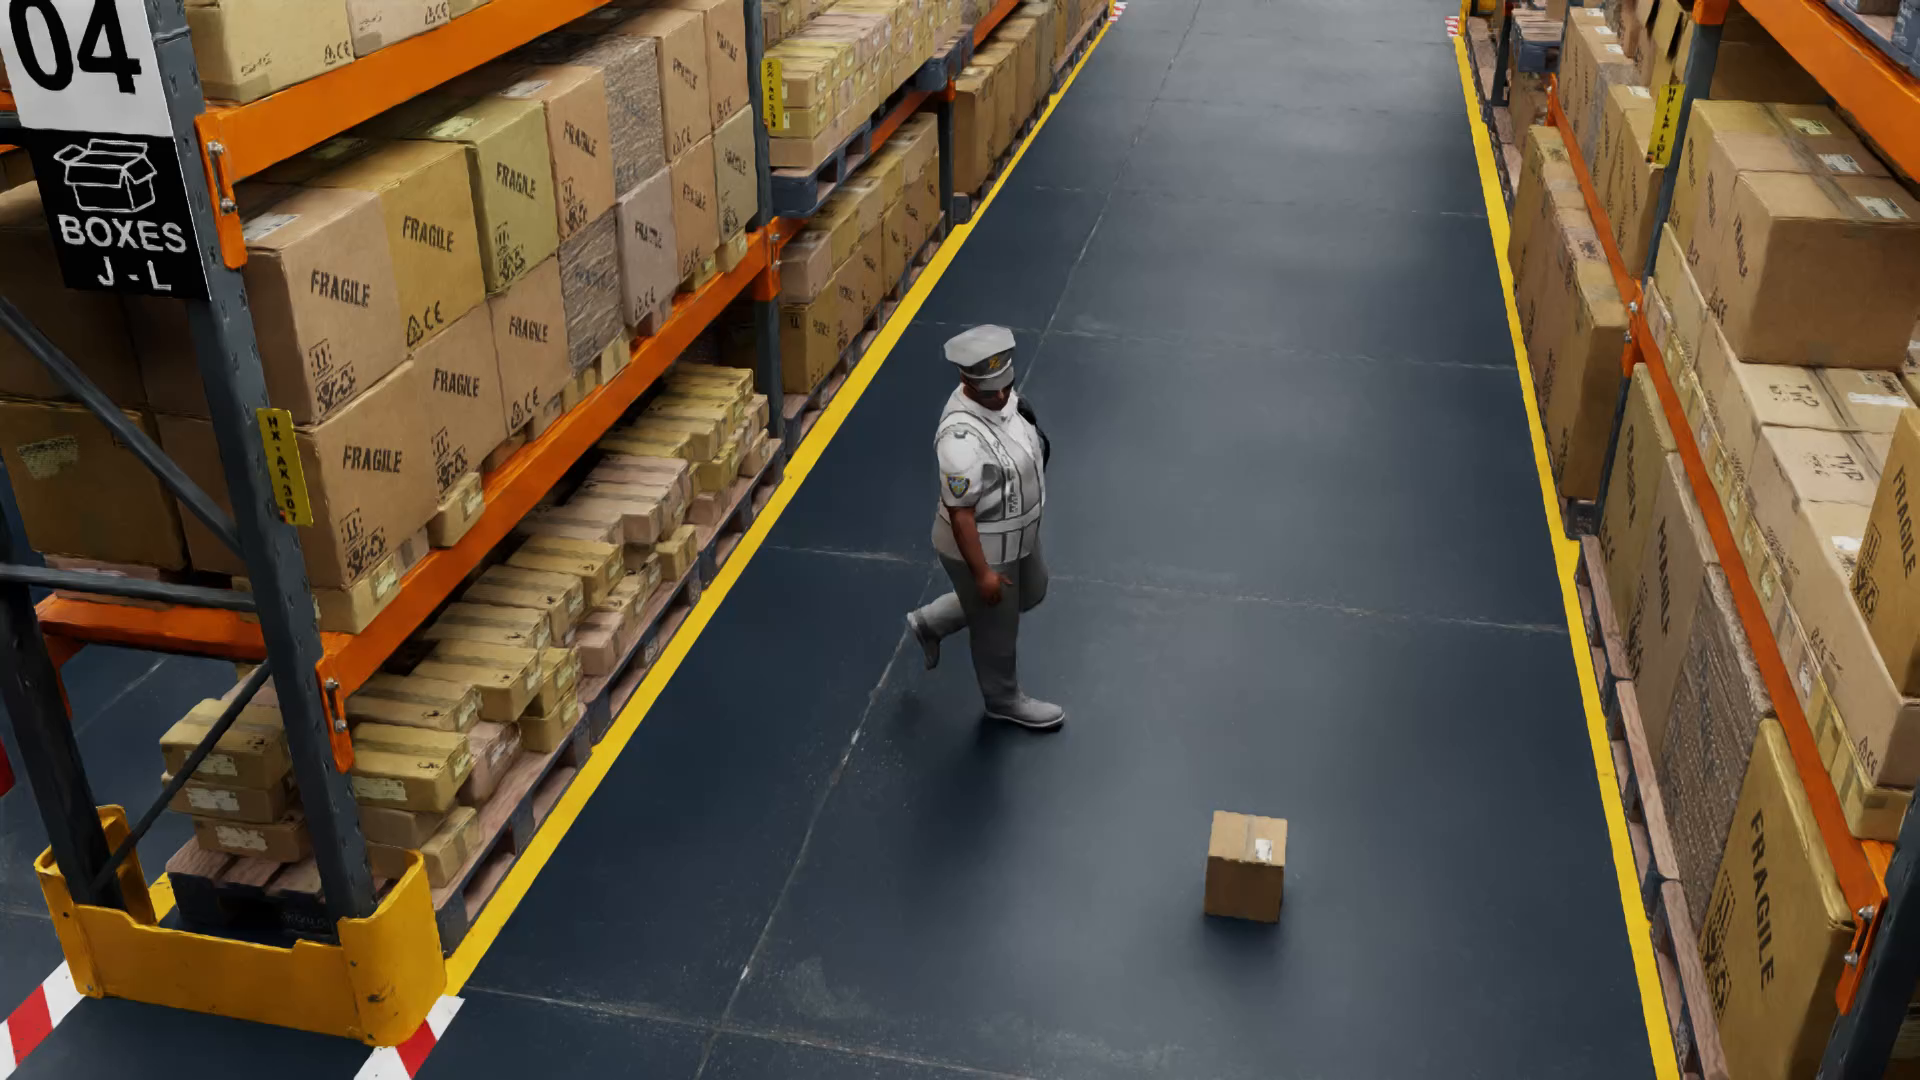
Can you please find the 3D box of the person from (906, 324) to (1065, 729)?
[{"bbox_3d":[0.074,-0.016,6.161,0.649,1.714,0.630,7,29,12],"label":"person"}]
